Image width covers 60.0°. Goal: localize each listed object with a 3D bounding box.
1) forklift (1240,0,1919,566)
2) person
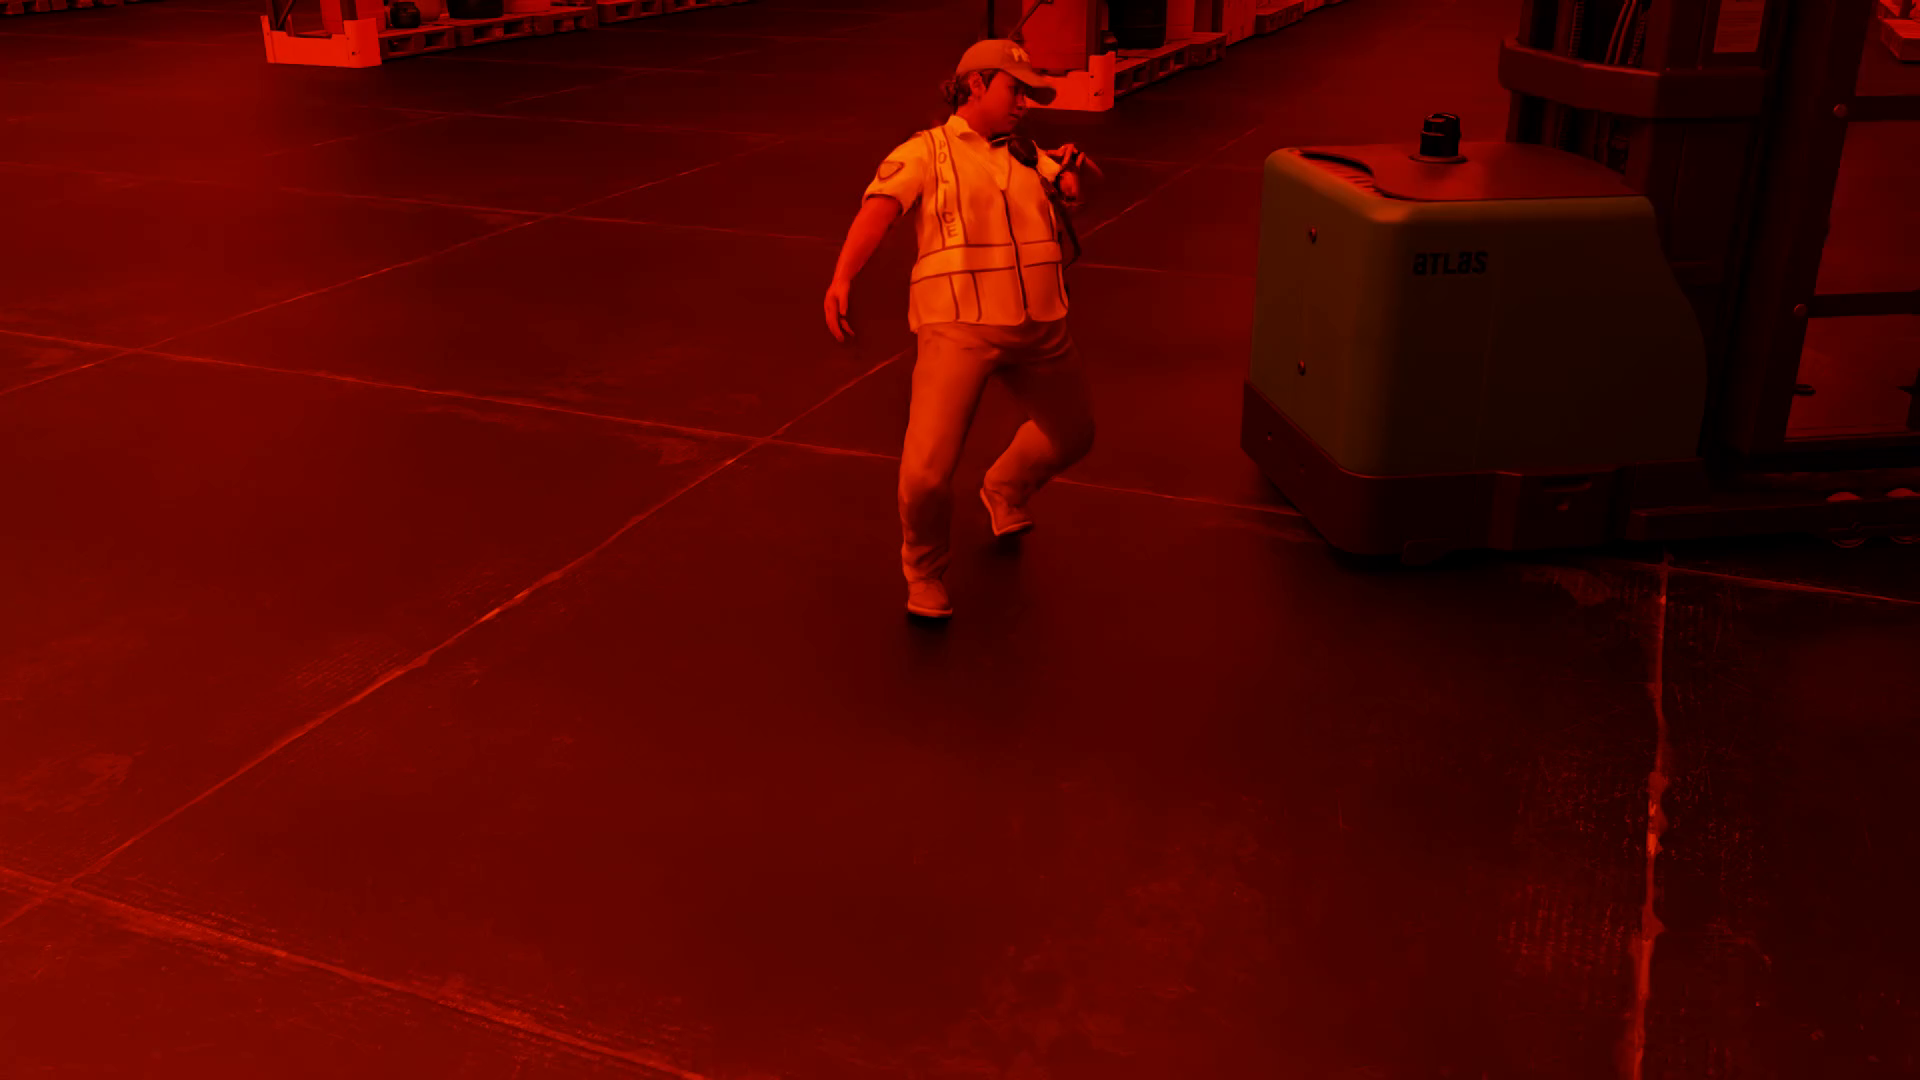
[{"bbox_3d":[2.517,-1.526,4.944,3.031,2.935,1.130,-3,23,-8],"label":"forklift"},{"bbox_3d":[0.013,-0.539,4.445,0.888,1.473,0.798,-16,27,-33],"label":"person"}]
